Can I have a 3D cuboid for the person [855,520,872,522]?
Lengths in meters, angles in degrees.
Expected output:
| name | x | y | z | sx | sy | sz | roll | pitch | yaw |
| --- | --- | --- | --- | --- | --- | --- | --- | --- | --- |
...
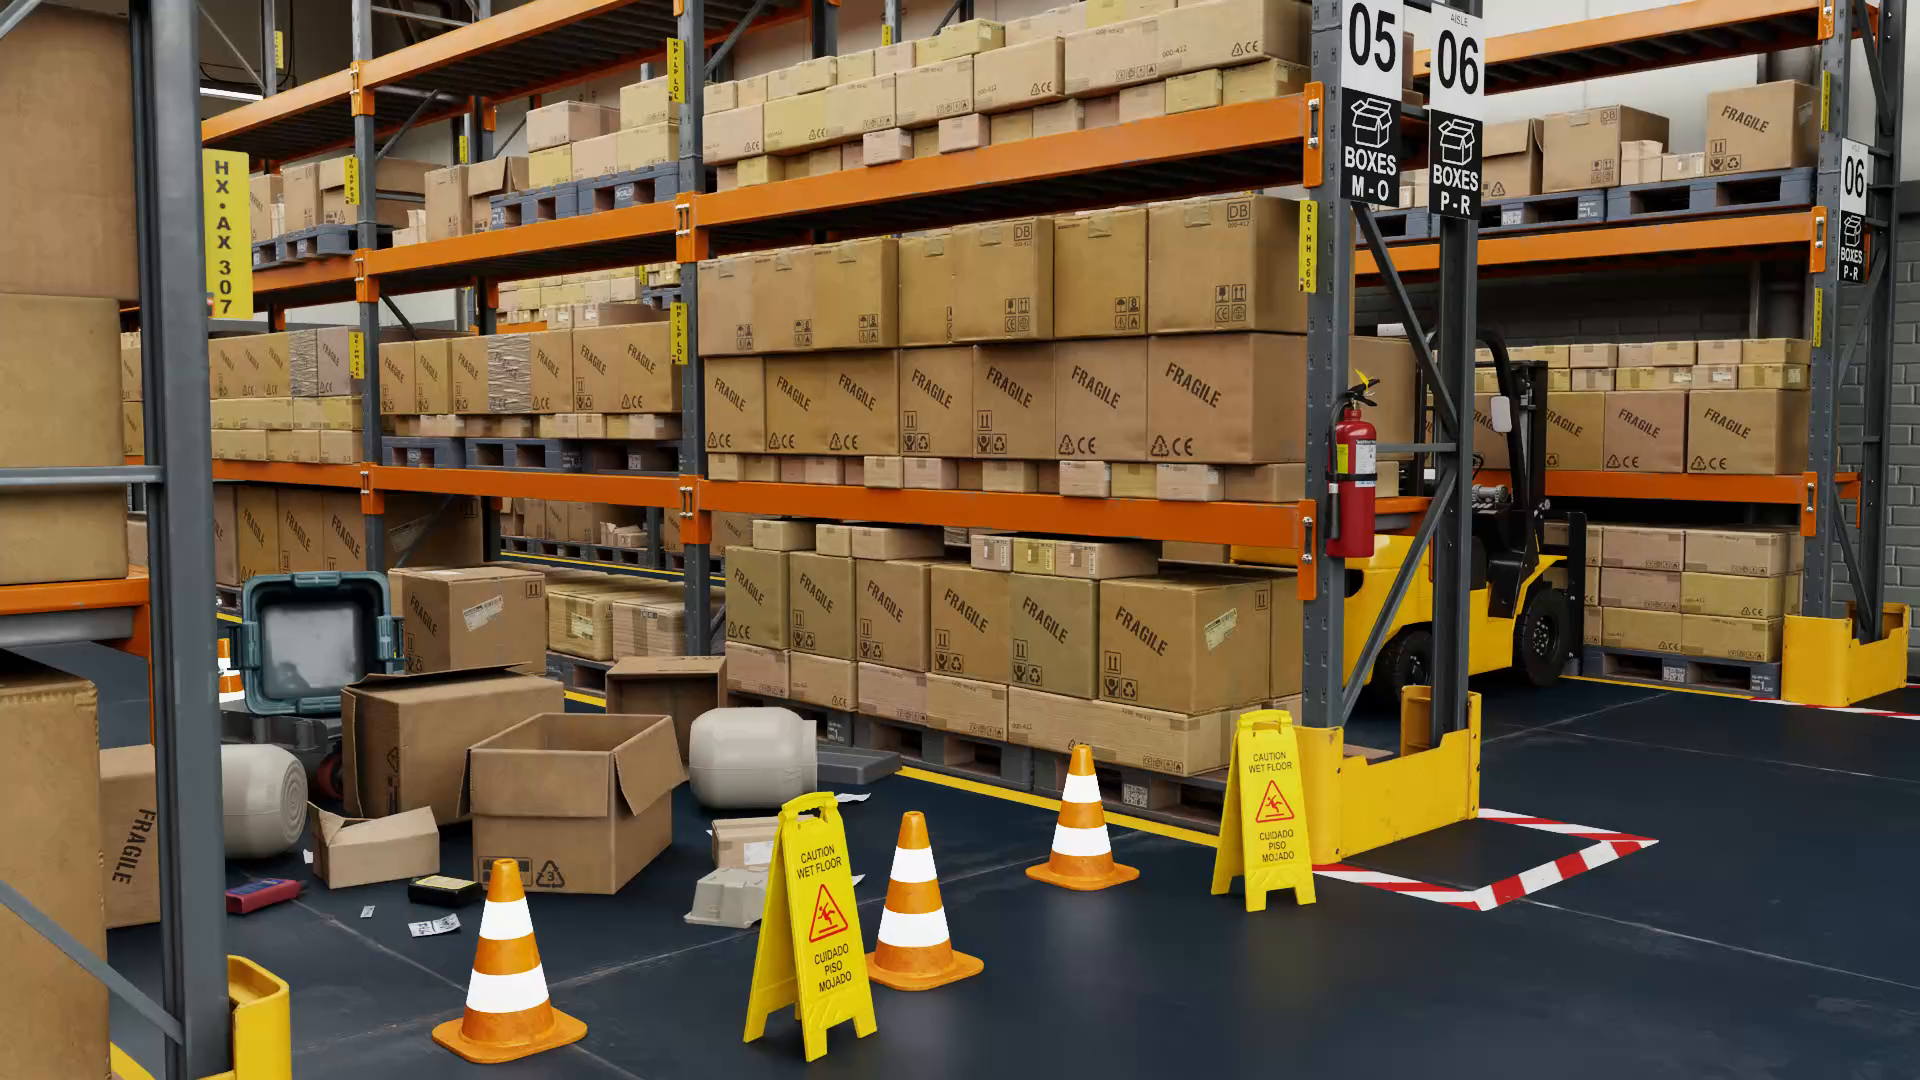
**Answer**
| name | x | y | z | sx | sy | sz | roll | pitch | yaw |
| --- | --- | --- | --- | --- | --- | --- | --- | --- | --- |
| person | -0.566 | -0.436 | 11.842 | 0.474 | 1.011 | 0.366 | -3 | 5 | -36 |
